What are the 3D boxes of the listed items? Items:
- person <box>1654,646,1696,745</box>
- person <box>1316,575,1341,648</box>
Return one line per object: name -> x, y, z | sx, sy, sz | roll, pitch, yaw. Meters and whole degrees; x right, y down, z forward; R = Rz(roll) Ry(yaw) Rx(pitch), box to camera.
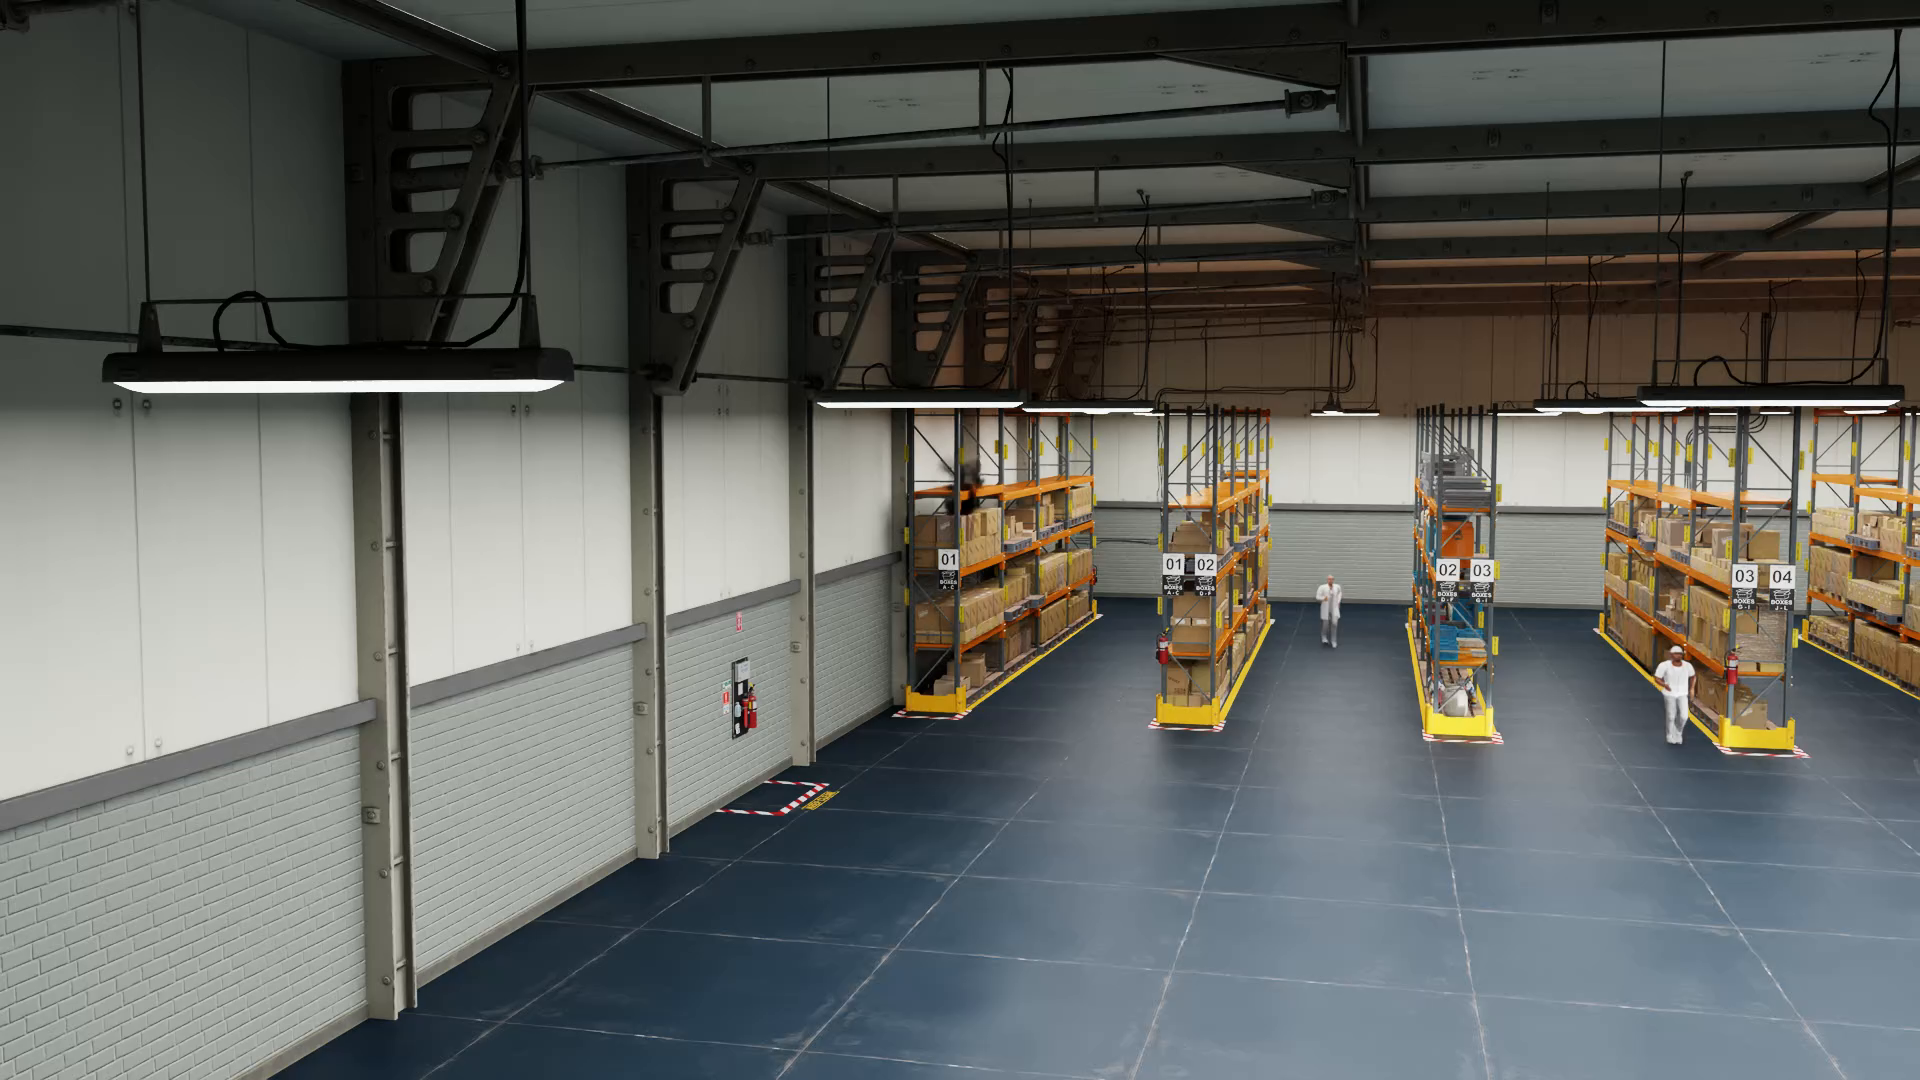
person -> 12.571, 2.730, 29.187 | 0.721, 1.751, 0.574 | 1, 4, 11
person -> 9.317, 1.780, 41.973 | 0.669, 1.823, 0.921 | 0, 4, 3
